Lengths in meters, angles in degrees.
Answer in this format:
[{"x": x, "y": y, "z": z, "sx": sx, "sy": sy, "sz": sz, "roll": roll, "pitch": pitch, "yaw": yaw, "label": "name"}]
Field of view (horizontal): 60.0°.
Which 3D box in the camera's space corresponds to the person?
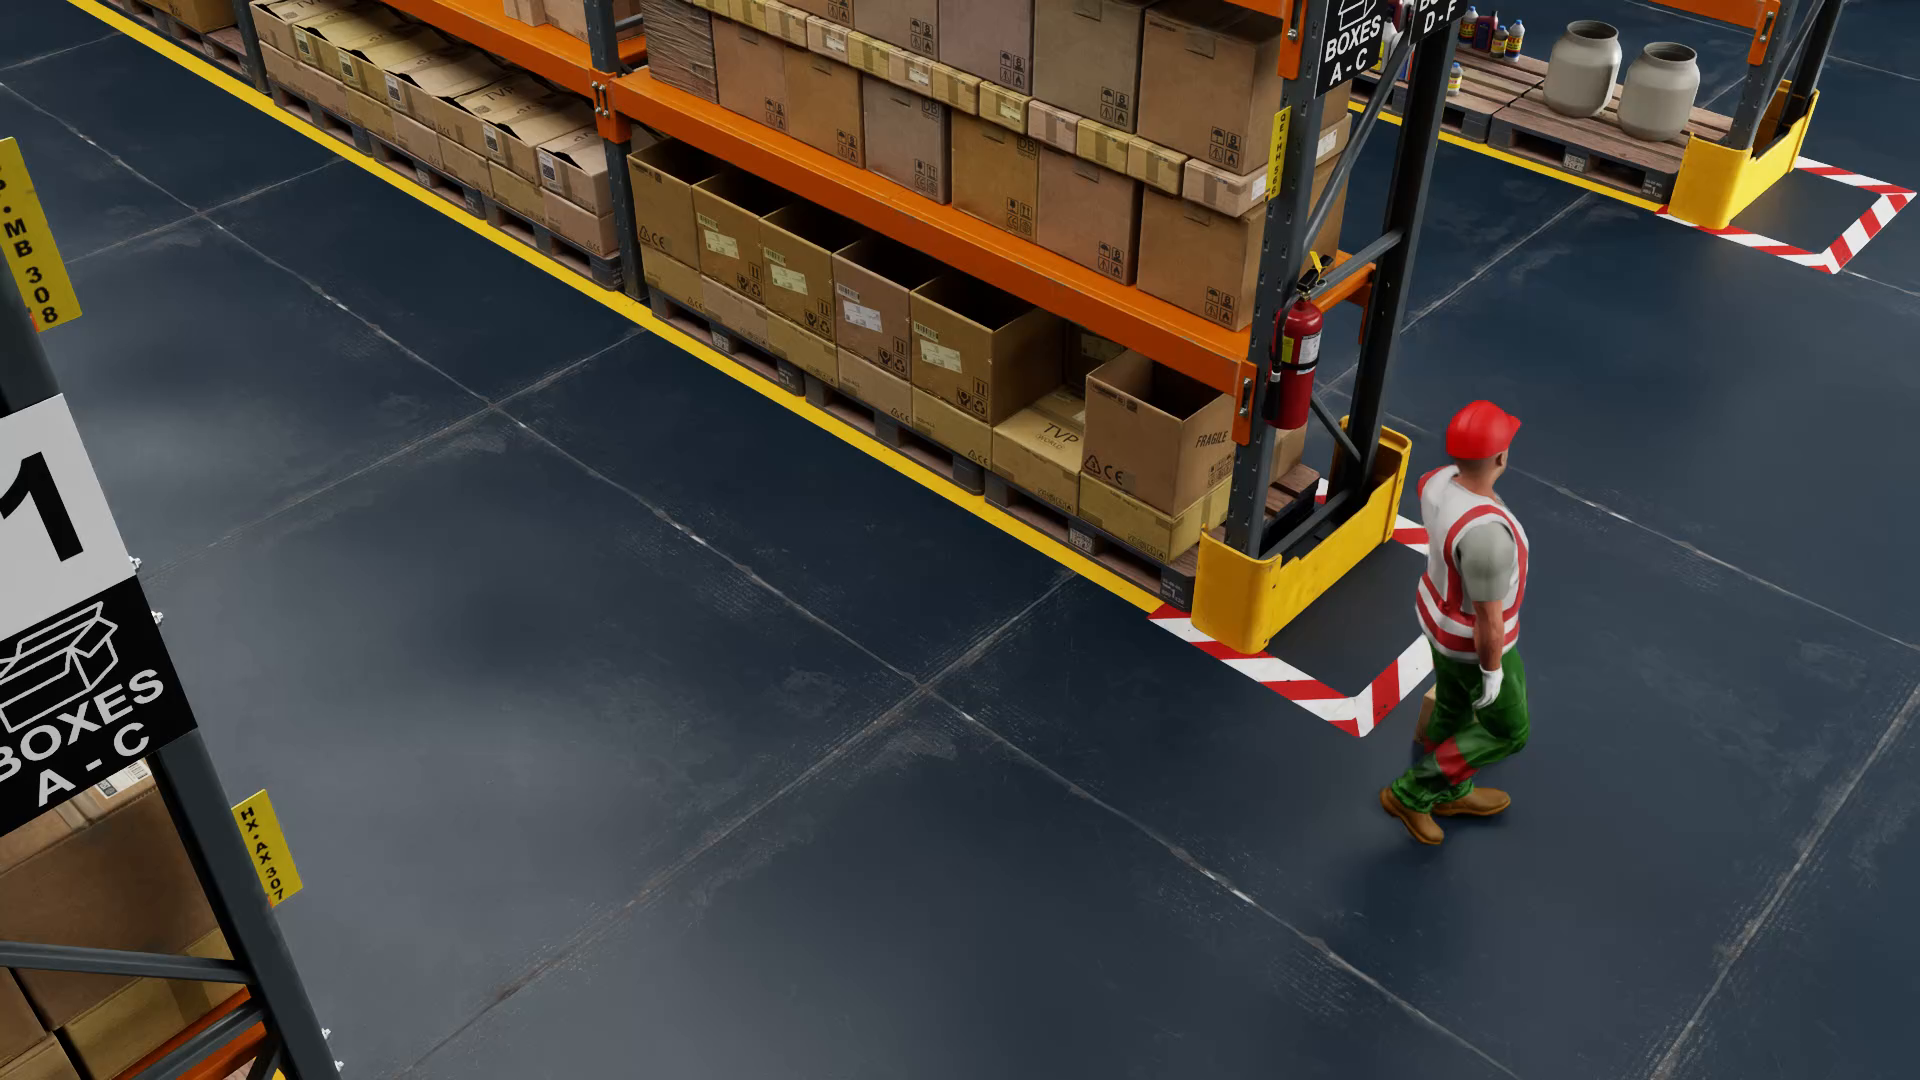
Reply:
[{"x": 1.787, "y": 0.315, "z": 5.749, "sx": 0.560, "sy": 1.775, "sz": 0.576, "roll": -3, "pitch": 39, "yaw": -4, "label": "person"}]
